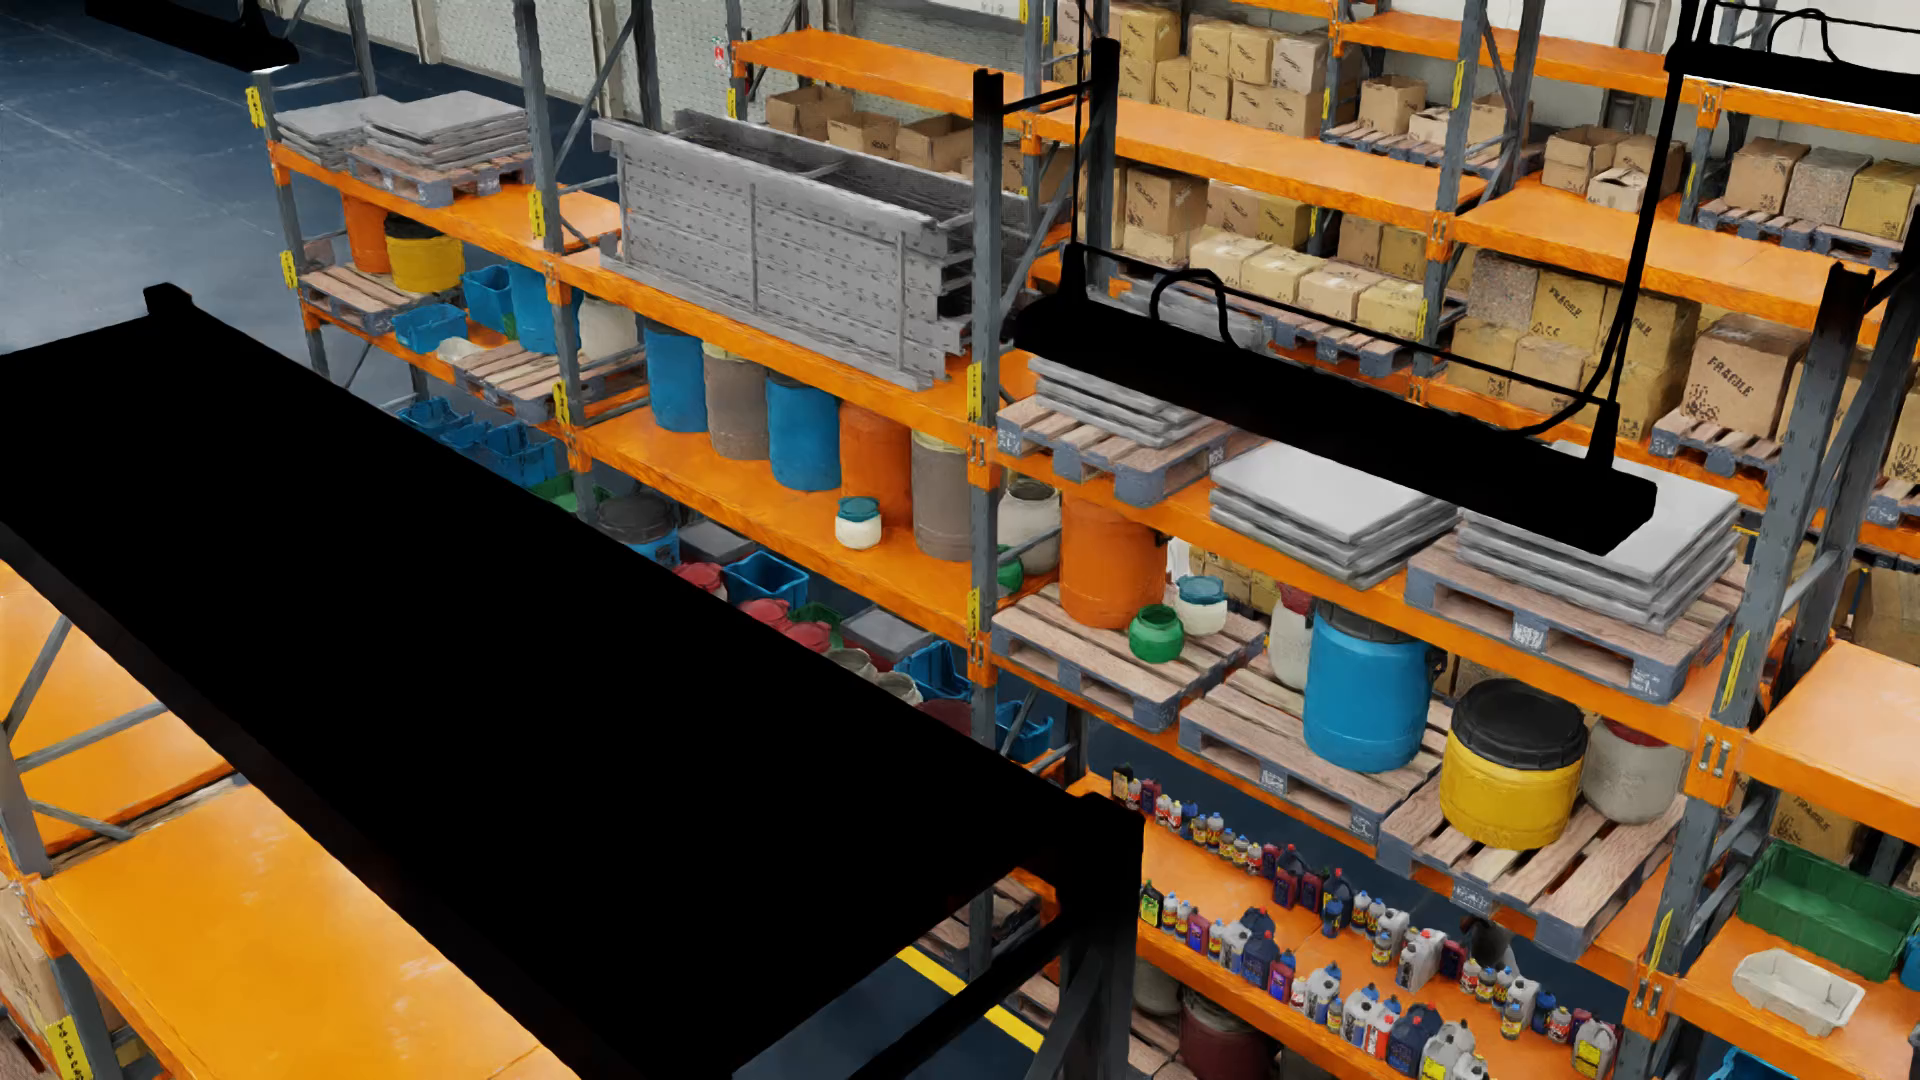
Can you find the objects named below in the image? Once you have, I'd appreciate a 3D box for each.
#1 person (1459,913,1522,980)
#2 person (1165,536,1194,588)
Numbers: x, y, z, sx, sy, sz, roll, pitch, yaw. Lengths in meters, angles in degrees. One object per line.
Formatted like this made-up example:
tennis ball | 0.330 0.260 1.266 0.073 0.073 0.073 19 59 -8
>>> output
person | 3.393 2.332 10.453 0.526 1.629 0.592 24 37 36
person | 1.710 0.390 13.798 1.094 1.690 0.598 18 34 29
